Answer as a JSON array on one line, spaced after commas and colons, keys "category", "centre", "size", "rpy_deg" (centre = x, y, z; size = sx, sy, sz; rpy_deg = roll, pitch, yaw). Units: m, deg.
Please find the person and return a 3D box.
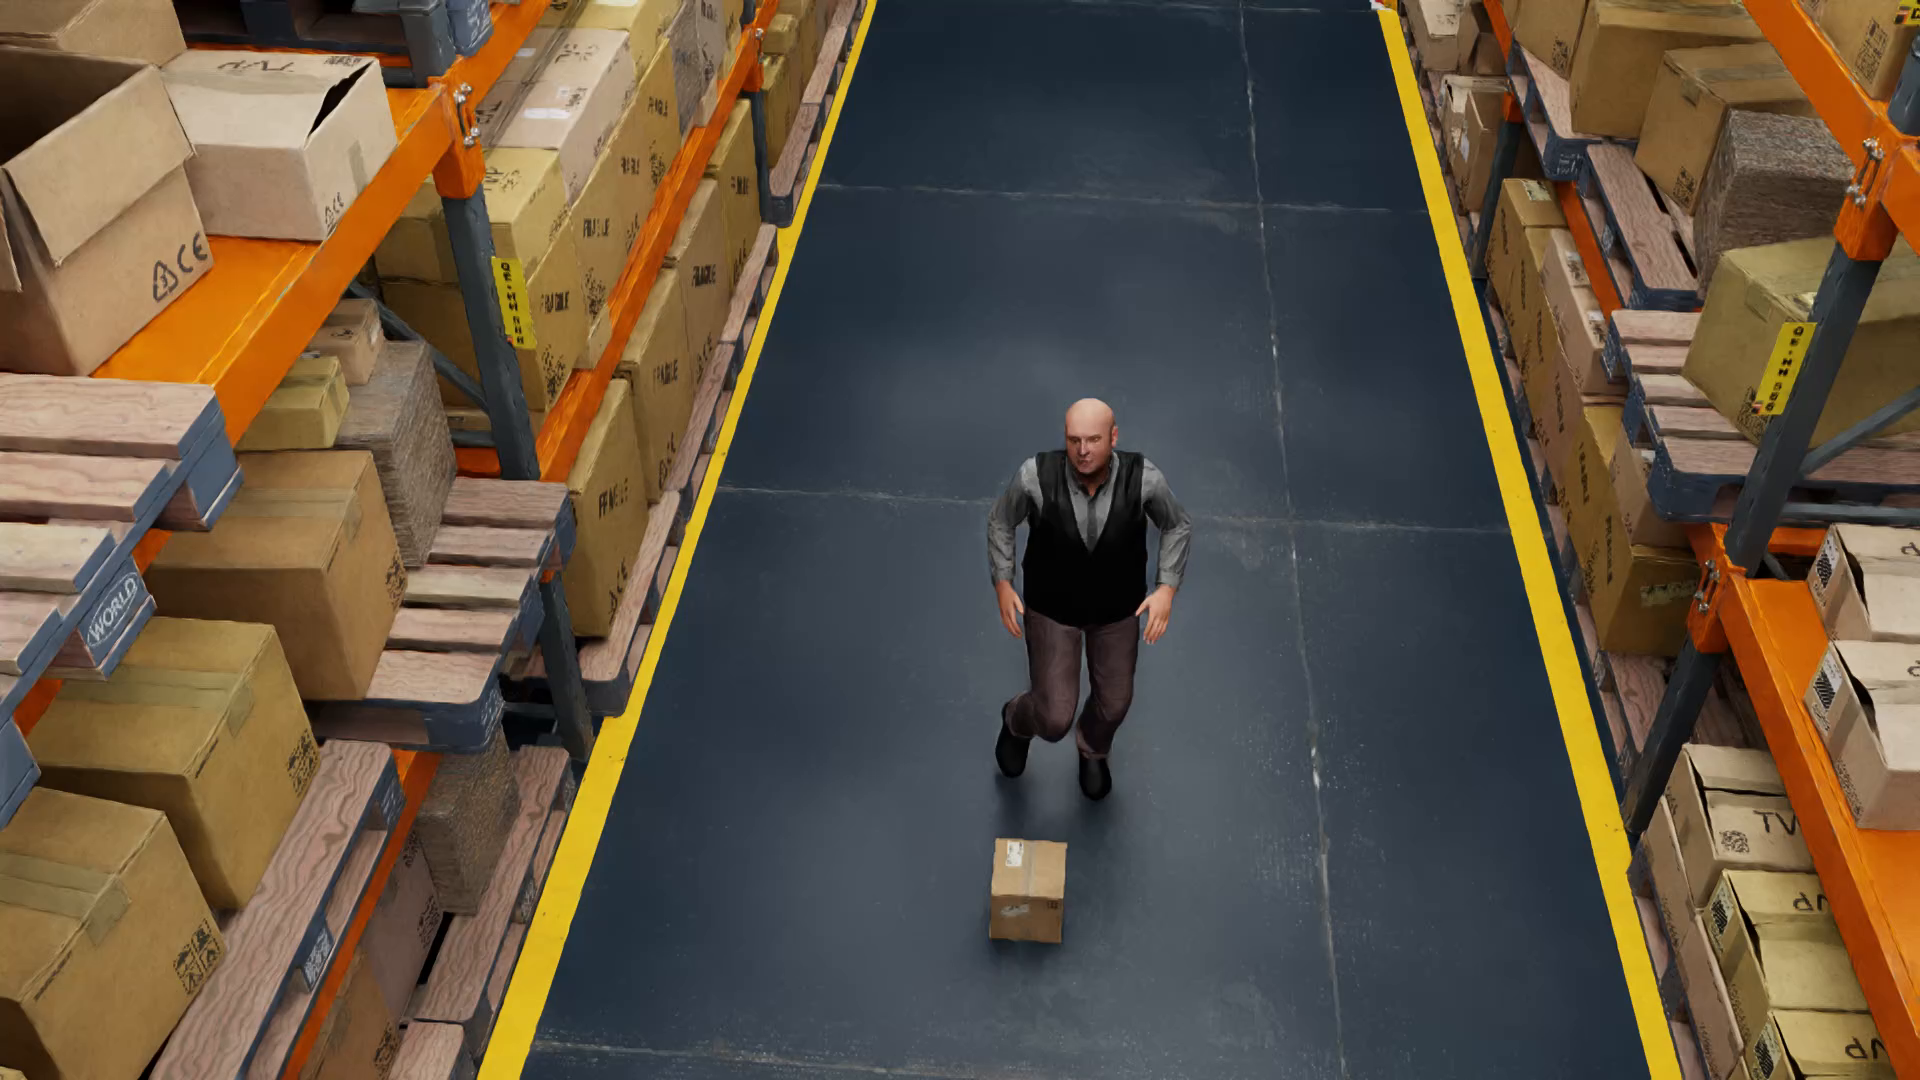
[{"category": "person", "centre": [0.467, 0.256, 5.900], "size": [0.702, 1.692, 0.507], "rpy_deg": [-6, 40, -7]}]
